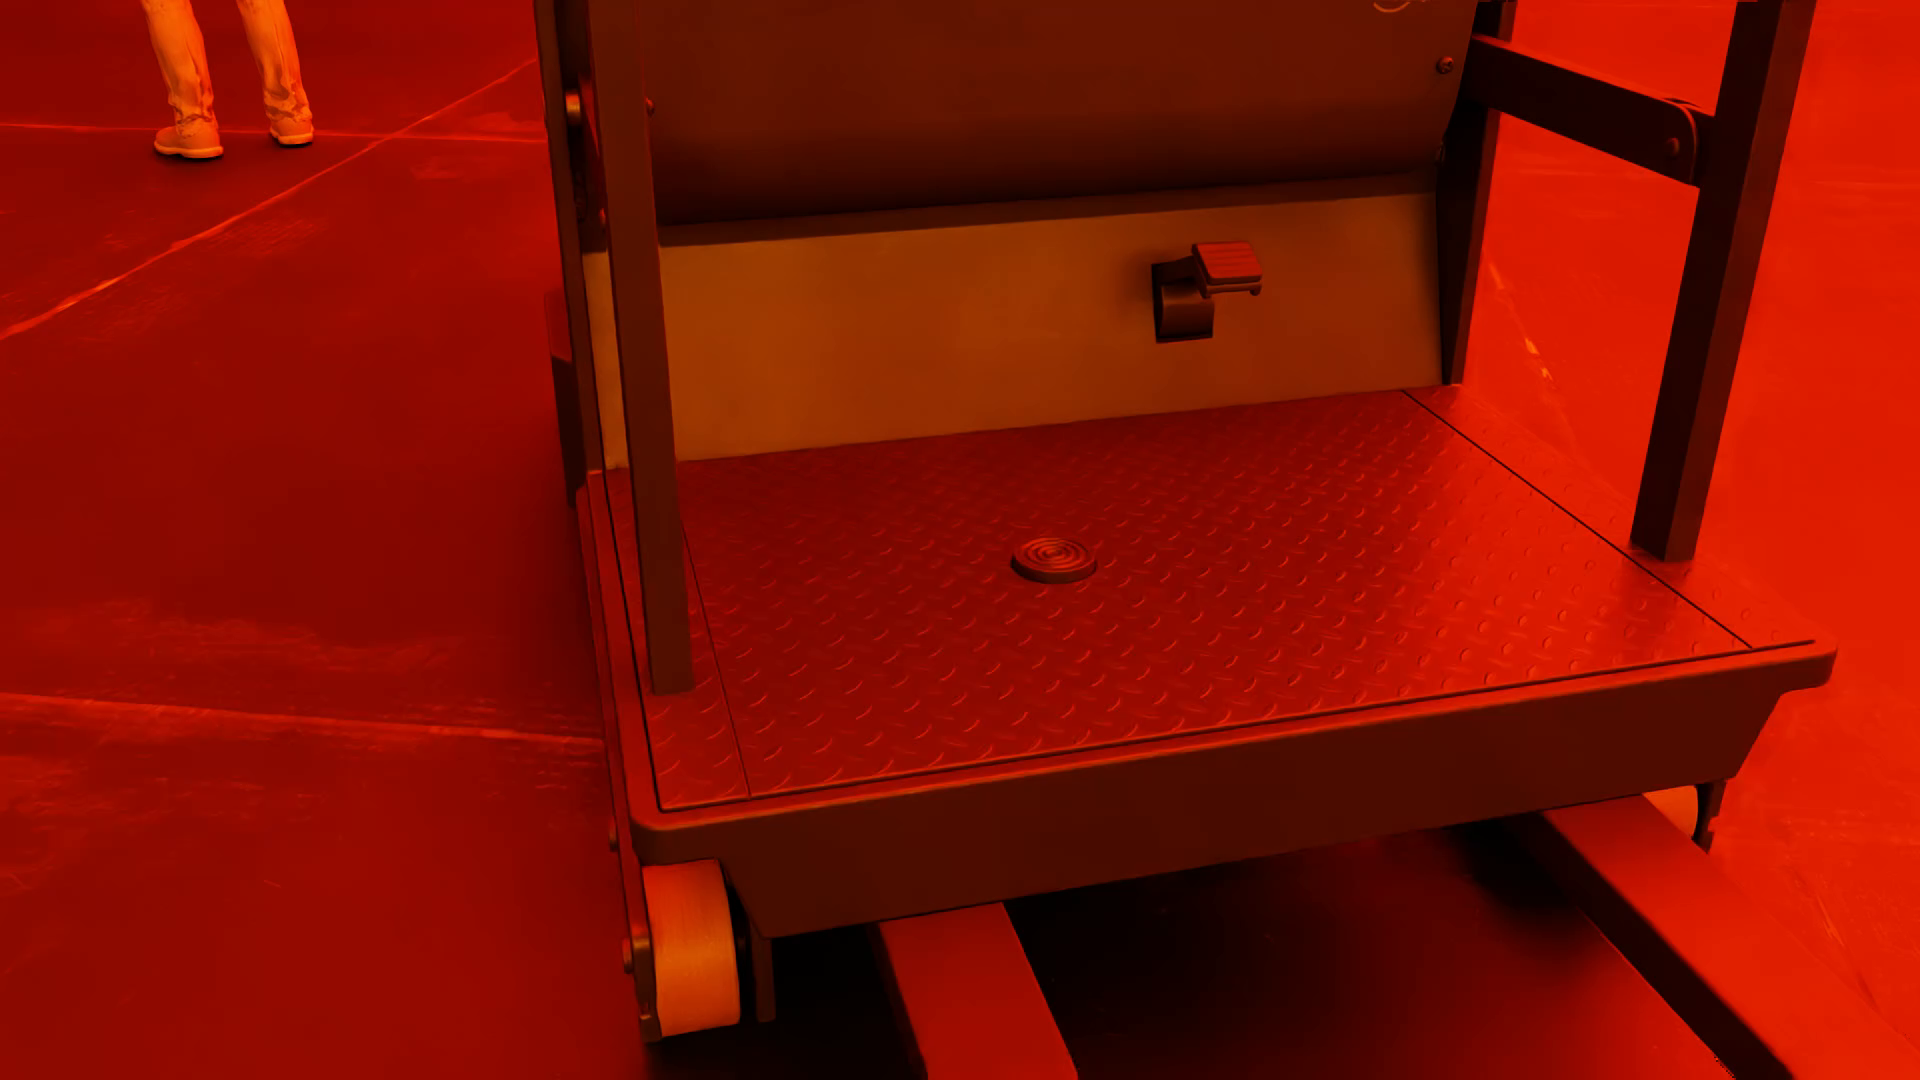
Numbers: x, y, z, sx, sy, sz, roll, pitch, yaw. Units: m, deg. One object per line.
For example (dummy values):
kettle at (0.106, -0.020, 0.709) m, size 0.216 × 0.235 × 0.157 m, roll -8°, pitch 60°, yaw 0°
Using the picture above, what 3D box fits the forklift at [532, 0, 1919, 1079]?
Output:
forklift at (0.159, -1.038, 1.297) m, size 1.130 × 2.935 × 3.031 m, roll -7°, pitch 27°, yaw -13°

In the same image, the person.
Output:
person at (-2.065, -1.853, 4.356) m, size 0.528 × 1.662 × 0.375 m, roll -21°, pitch 33°, yaw -35°
